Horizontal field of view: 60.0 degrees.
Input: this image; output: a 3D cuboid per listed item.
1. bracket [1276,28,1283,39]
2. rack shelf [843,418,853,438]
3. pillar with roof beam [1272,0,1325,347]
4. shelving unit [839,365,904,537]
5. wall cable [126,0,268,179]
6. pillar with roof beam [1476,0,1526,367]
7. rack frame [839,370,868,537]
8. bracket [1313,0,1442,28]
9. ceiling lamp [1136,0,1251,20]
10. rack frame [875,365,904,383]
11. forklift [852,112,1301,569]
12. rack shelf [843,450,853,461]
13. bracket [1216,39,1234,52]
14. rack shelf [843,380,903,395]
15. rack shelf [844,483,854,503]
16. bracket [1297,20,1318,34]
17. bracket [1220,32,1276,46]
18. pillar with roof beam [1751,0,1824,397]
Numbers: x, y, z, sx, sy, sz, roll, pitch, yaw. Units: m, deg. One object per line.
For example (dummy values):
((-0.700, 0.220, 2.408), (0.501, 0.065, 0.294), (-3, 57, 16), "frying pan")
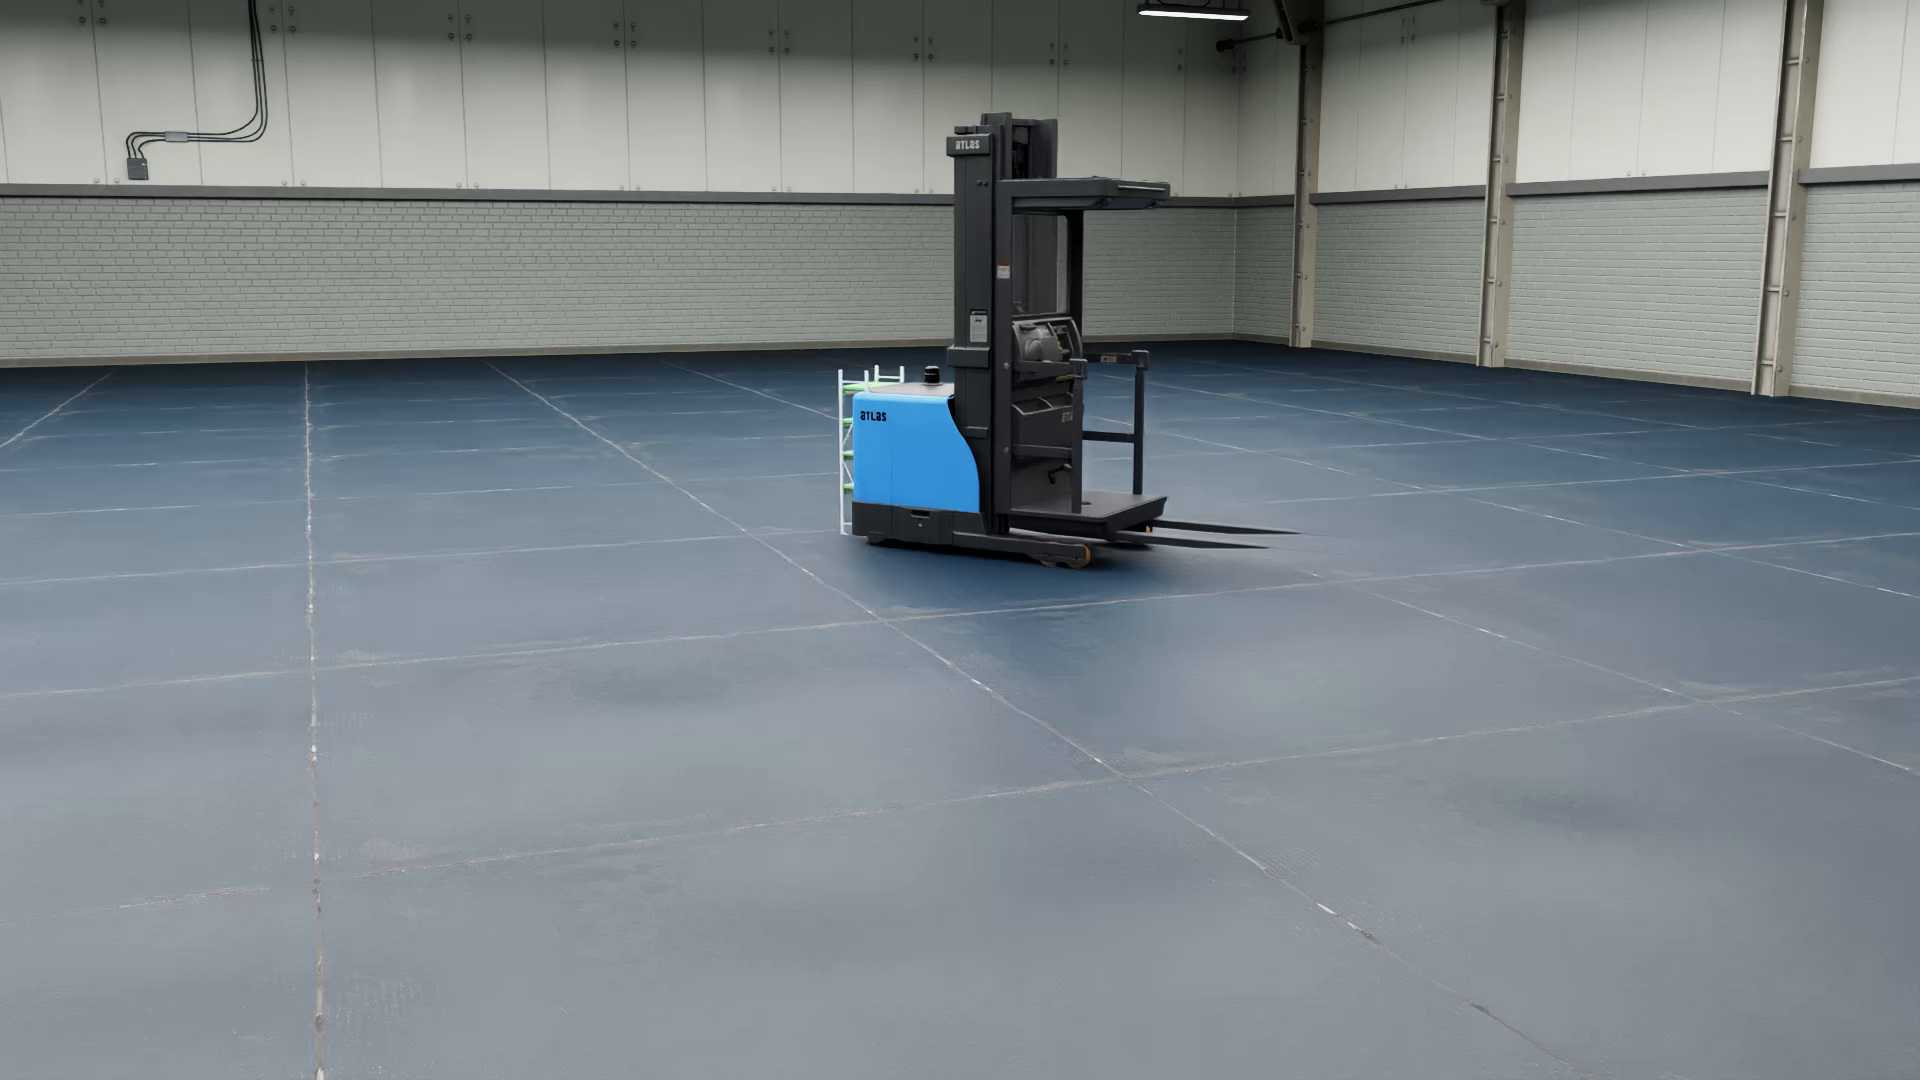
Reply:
((6.565, -10.246, 33.549), (0.235, 0.232, 0.430), (-4, 11, -21), "bracket")
((-0.642, -0.833, 12.173), (0.258, 0.148, 0.480), (6, 12, 29), "rack shelf")
((3.034, -8.156, 32.074), (9.100, 9.000, 0.548), (-4, 11, -21), "pillar with roof beam")
((-0.642, -0.660, 12.204), (0.258, 1.200, 0.503), (6, 12, 29), "shelving unit")
((-13.294, -9.269, 28.621), (2.305, 6.003, 0.169), (-4, 11, -21), "wall cable")
((5.208, -7.176, 26.568), (9.100, 9.000, 0.548), (-4, 11, -21), "pillar with roof beam")
((-0.761, -0.623, 11.994), (0.240, 1.200, 0.015), (6, 12, 29), "rack frame")
((7.799, -9.690, 30.423), (0.076, 0.066, 4.783), (-4, 11, -21), "bracket")
((3.823, -10.357, 27.783), (2.000, 3.185, 0.800), (-4, 11, -21), "ceiling lamp")
((-0.523, -0.697, 12.413), (0.240, 1.200, 0.015), (6, 12, 29), "rack frame")
((0.772, -1.360, 11.197), (3.031, 2.935, 1.130), (6, 12, 29), "forklift")
((-0.642, -0.597, 12.215), (0.258, 0.148, 0.480), (6, 12, 29), "rack shelf")
((5.706, -10.633, 35.723), (0.235, 0.232, 0.430), (-4, 11, -21), "bracket")
((-0.642, -1.070, 12.131), (0.258, 0.148, 0.480), (6, 12, 29), "rack shelf")
((-0.642, -0.361, 12.257), (0.258, 0.148, 0.480), (6, 12, 29), "rack shelf")
((6.866, -10.111, 32.787), (0.235, 0.232, 0.430), (-4, 11, -21), "bracket")
((5.920, -10.537, 35.181), (0.076, 0.066, 3.189), (-4, 11, -21), "bracket")
((7.382, -6.197, 21.062), (9.100, 9.000, 0.400), (-4, 11, -21), "pillar with roof beam")
